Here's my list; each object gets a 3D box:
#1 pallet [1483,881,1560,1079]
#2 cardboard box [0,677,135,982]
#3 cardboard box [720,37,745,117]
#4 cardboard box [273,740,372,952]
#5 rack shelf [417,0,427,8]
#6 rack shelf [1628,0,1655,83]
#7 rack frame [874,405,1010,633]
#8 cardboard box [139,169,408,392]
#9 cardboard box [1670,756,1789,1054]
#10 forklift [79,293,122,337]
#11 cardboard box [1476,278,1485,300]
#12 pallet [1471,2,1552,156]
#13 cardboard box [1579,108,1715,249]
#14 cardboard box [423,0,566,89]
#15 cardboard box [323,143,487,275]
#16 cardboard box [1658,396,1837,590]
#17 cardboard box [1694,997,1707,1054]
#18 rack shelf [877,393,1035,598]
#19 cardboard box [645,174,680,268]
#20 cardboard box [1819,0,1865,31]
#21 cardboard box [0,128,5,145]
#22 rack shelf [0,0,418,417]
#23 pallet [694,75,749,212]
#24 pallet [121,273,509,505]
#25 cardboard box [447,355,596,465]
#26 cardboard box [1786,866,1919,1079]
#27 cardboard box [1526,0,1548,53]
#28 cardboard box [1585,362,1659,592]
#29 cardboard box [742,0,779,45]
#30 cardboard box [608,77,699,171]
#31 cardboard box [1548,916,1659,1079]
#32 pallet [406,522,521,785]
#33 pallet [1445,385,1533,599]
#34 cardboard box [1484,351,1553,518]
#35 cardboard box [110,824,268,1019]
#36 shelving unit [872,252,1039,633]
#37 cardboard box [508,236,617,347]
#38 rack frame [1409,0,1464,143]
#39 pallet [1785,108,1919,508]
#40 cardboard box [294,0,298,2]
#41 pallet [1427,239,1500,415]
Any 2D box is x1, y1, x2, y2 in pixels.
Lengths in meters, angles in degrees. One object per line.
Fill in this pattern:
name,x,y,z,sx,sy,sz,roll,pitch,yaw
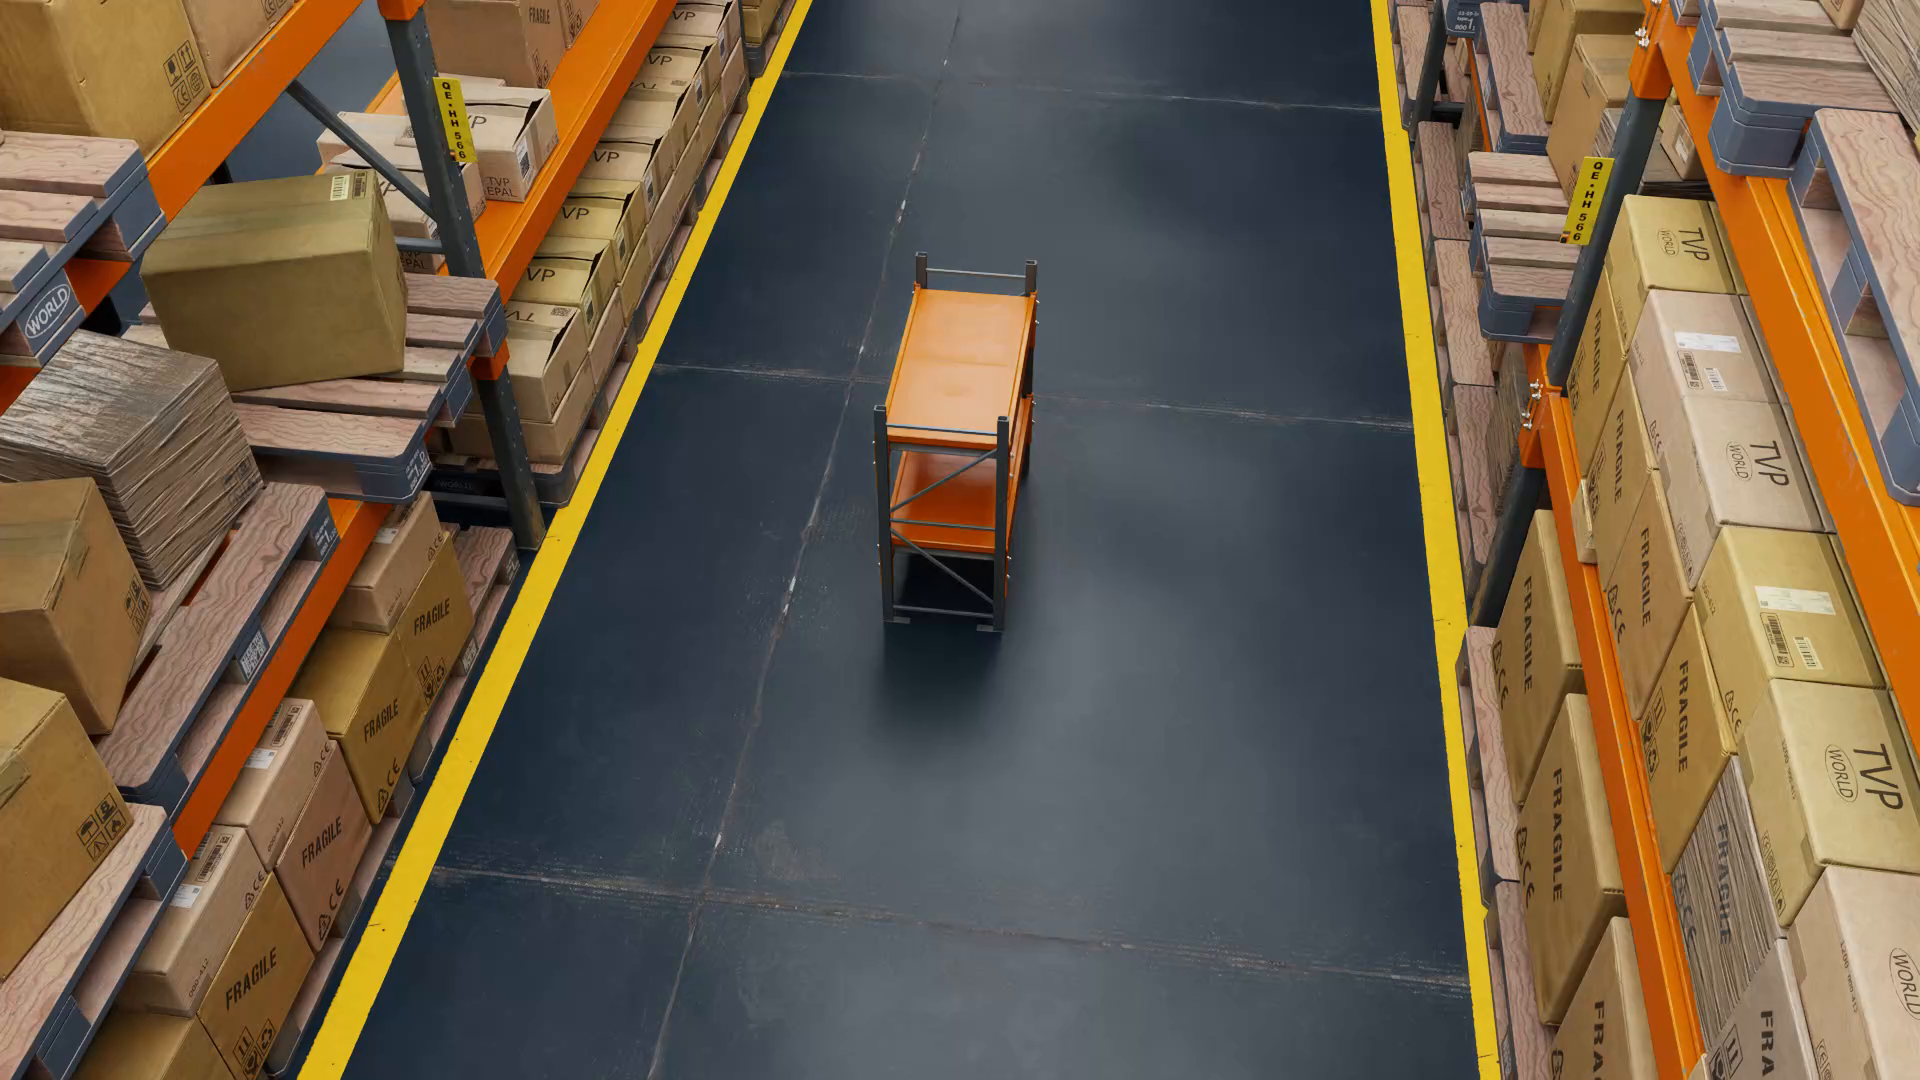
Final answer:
pallet,2.255,1.697,5.304,1.003,0.211,1.213,5,44,6
cardboard box,-2.529,0.638,4.017,0.700,0.500,0.500,12,45,12
cardboard box,-1.552,-2.694,9.608,0.500,0.250,0.500,5,44,5
cardboard box,-2.336,0.995,5.516,0.500,0.500,0.500,4,44,4
rack shelf,-2.049,-3.314,6.909,1.077,0.370,4.000,5,44,6
rack shelf,2.862,-2.866,6.437,1.077,0.370,4.000,5,44,6
rack frame,-0.068,-0.057,6.492,0.500,1.125,0.032,5,44,6
cardboard box,-2.284,-0.872,5.611,0.700,0.500,0.500,-8,44,-9
cardboard box,2.013,0.872,3.844,0.500,0.500,0.500,5,44,6
forklift,-4.923,-1.151,6.334,1.130,2.935,3.031,7,44,7
cardboard box,2.920,-1.449,8.097,0.700,0.500,0.500,6,44,6
pallet,2.819,-1.958,7.276,1.003,0.211,1.213,5,44,6
cardboard box,2.650,-1.192,5.935,0.700,0.500,0.500,1,43,1
cardboard box,-2.107,-2.304,7.429,0.500,0.500,0.500,3,44,3
cardboard box,-2.222,-1.334,6.542,0.500,0.311,0.500,8,44,8
cardboard box,2.150,-0.105,4.331,0.500,0.250,0.500,6,44,6
cardboard box,1.997,1.187,3.983,0.380,0.149,0.250,5,44,6
rack shelf,-0.001,-0.226,7.026,0.538,0.278,1.000,5,44,6
cardboard box,-1.756,-1.654,8.509,0.500,0.250,0.500,6,44,6
cardboard box,2.592,-1.631,4.216,0.700,0.500,0.500,2,43,2
cardboard box,-2.529,-0.957,3.446,0.600,0.600,0.600,4,44,4
rack shelf,-2.577,-0.588,4.030,1.077,0.370,4.000,5,44,6
pallet,-1.843,-2.330,9.558,1.003,0.211,1.213,5,44,6
pallet,-2.333,-0.585,5.825,1.213,0.211,1.003,5,44,6
cardboard box,-1.953,-0.607,7.404,0.500,0.250,0.500,5,44,5
cardboard box,1.954,0.938,3.229,0.500,0.250,0.500,6,44,6
cardboard box,2.888,-2.421,7.233,0.700,0.500,0.500,11,45,11
cardboard box,2.201,-0.163,4.936,0.500,0.500,0.500,7,44,7
cardboard box,-1.422,-3.291,10.239,0.500,0.250,0.500,5,44,6
cardboard box,-1.684,-2.209,8.688,0.500,0.311,0.500,5,44,5
cardboard box,2.141,1.618,4.617,0.750,0.750,0.750,6,44,7
pallet,-2.449,0.395,6.679,1.003,0.211,1.213,5,44,6
pallet,2.703,-0.195,7.302,1.003,0.211,1.213,5,44,6
cardboard box,2.641,-0.422,7.012,0.700,0.500,0.500,6,44,6
cardboard box,-2.404,1.090,4.870,0.500,0.250,0.500,5,44,6
shelving unit,-0.001,-0.404,6.858,0.538,1.125,1.048,5,44,6
cardboard box,-1.892,-1.169,7.590,0.500,0.311,0.500,4,44,4
rack frame,3.127,-3.401,8.660,1.000,3.000,0.127,5,44,6
pallet,2.420,-0.489,3.541,1.003,0.211,1.213,7,44,7
cardboard box,-2.337,-1.948,4.871,0.910,0.500,0.500,5,44,6
pallet,2.866,-1.024,8.178,1.003,0.211,1.213,5,44,6
